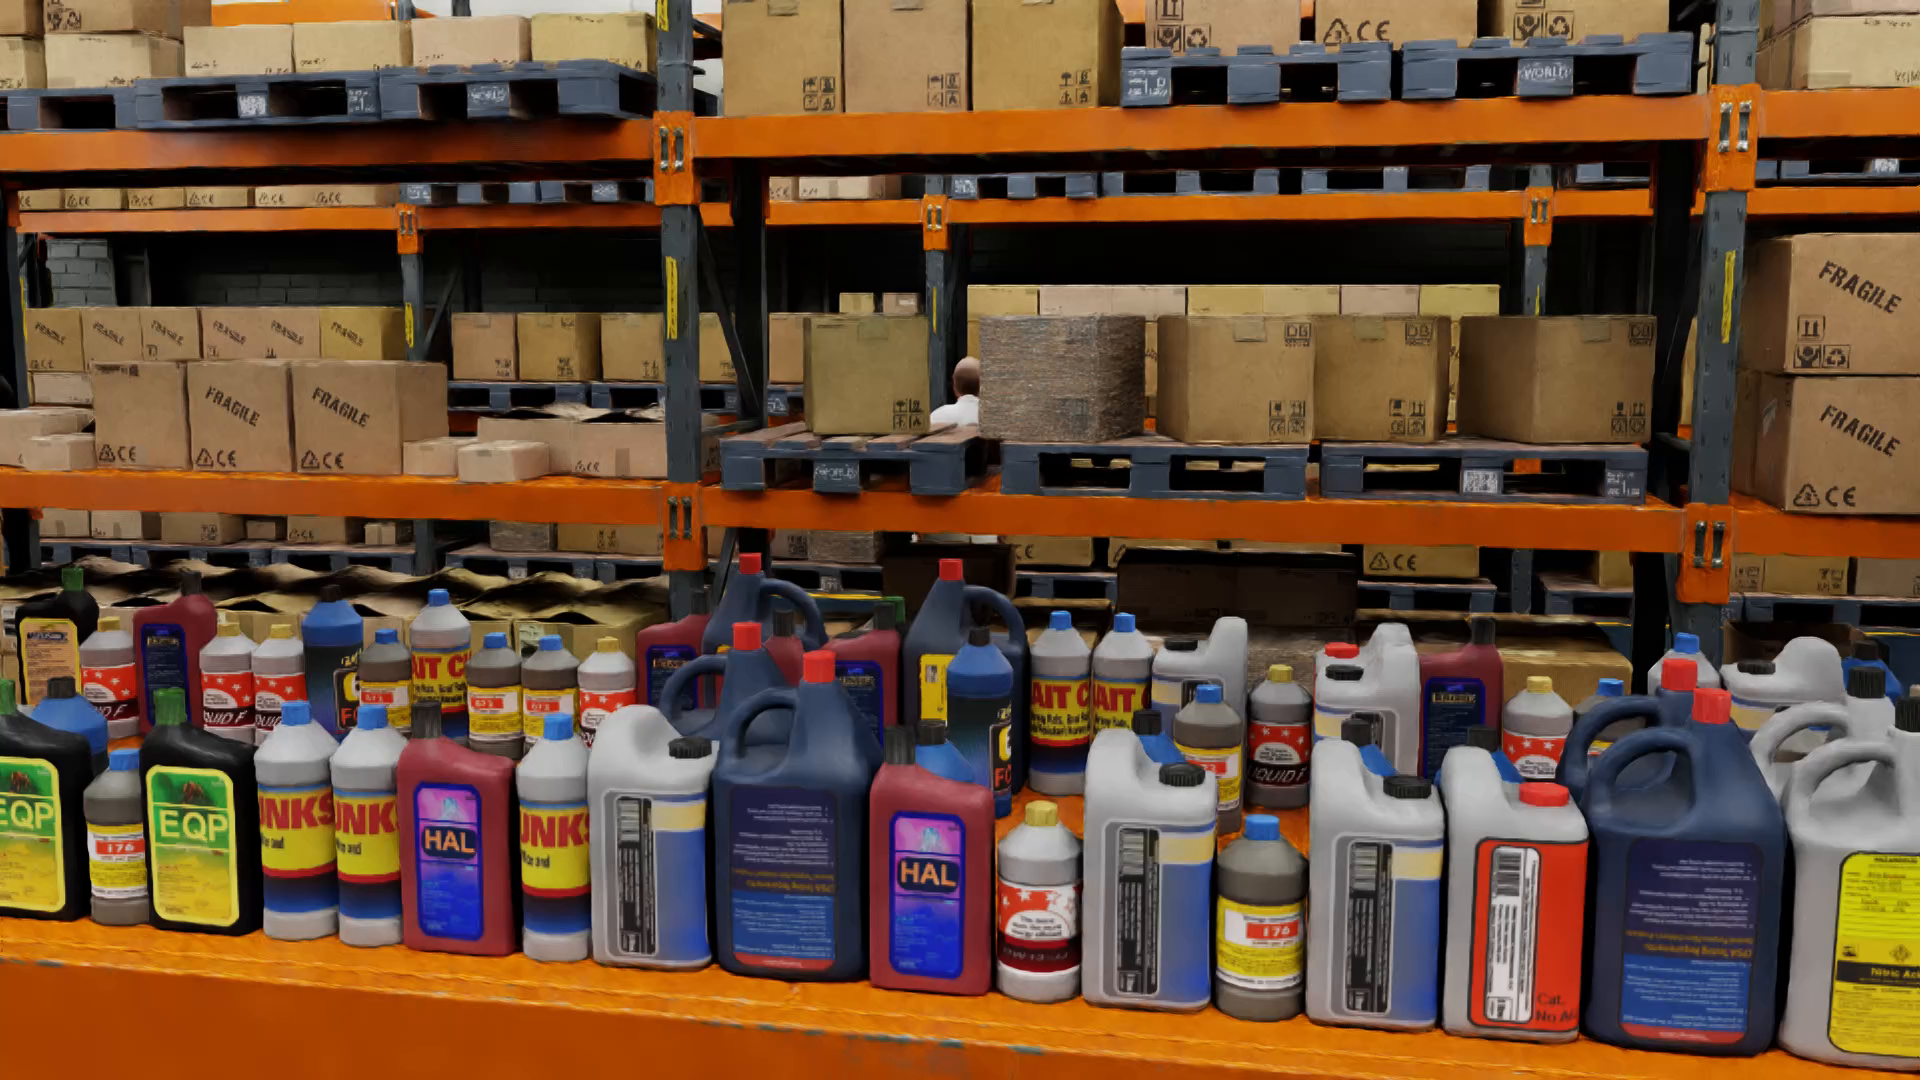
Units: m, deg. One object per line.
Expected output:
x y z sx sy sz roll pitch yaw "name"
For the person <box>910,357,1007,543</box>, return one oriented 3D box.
0.001 -0.094 8.960 0.704 1.774 0.505 -4 9 -29 "person"
